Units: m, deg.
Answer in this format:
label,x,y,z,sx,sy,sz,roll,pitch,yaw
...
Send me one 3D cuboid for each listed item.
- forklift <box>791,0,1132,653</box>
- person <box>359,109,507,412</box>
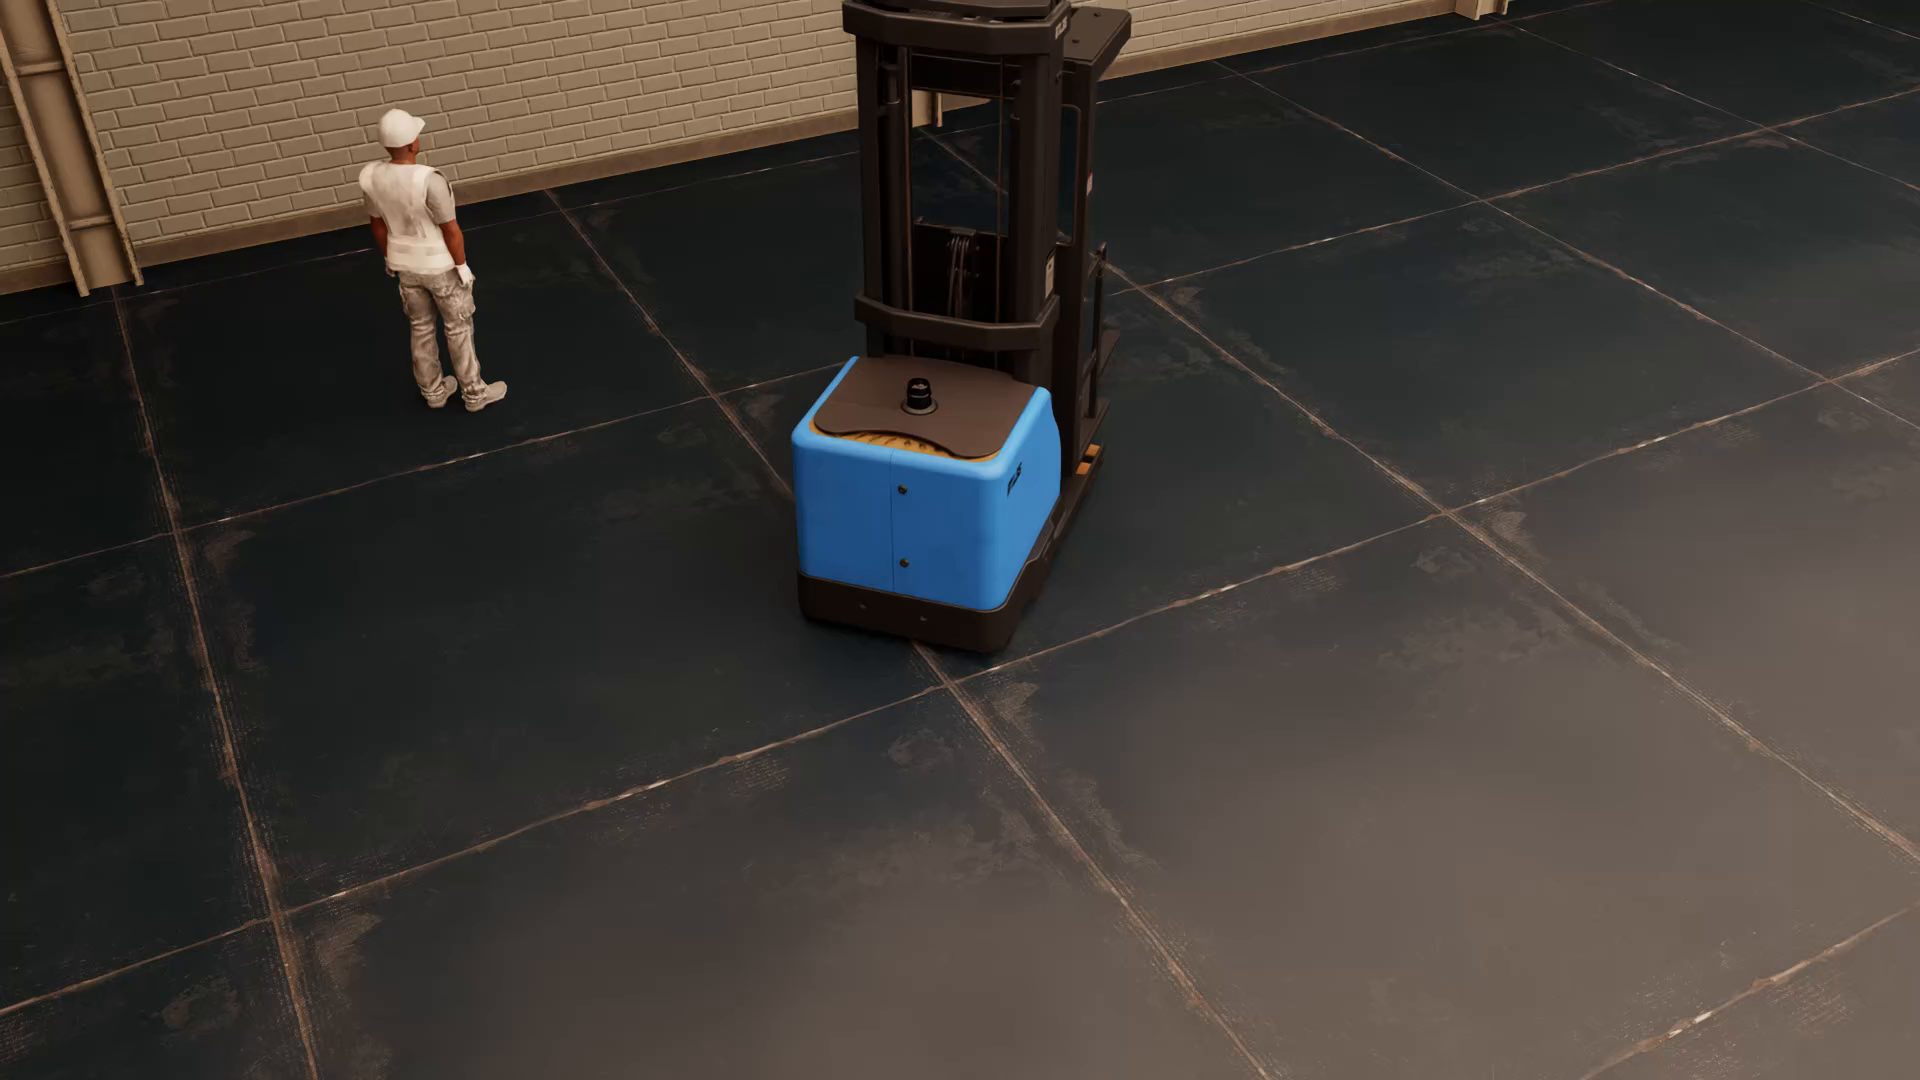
label,x,y,z,sx,sy,sz,roll,pitch,yaw
forklift,0.166,-1.519,8.271,1.130,2.935,3.031,11,37,15
person,-2.974,-1.556,9.317,0.536,1.790,0.386,9,36,13
